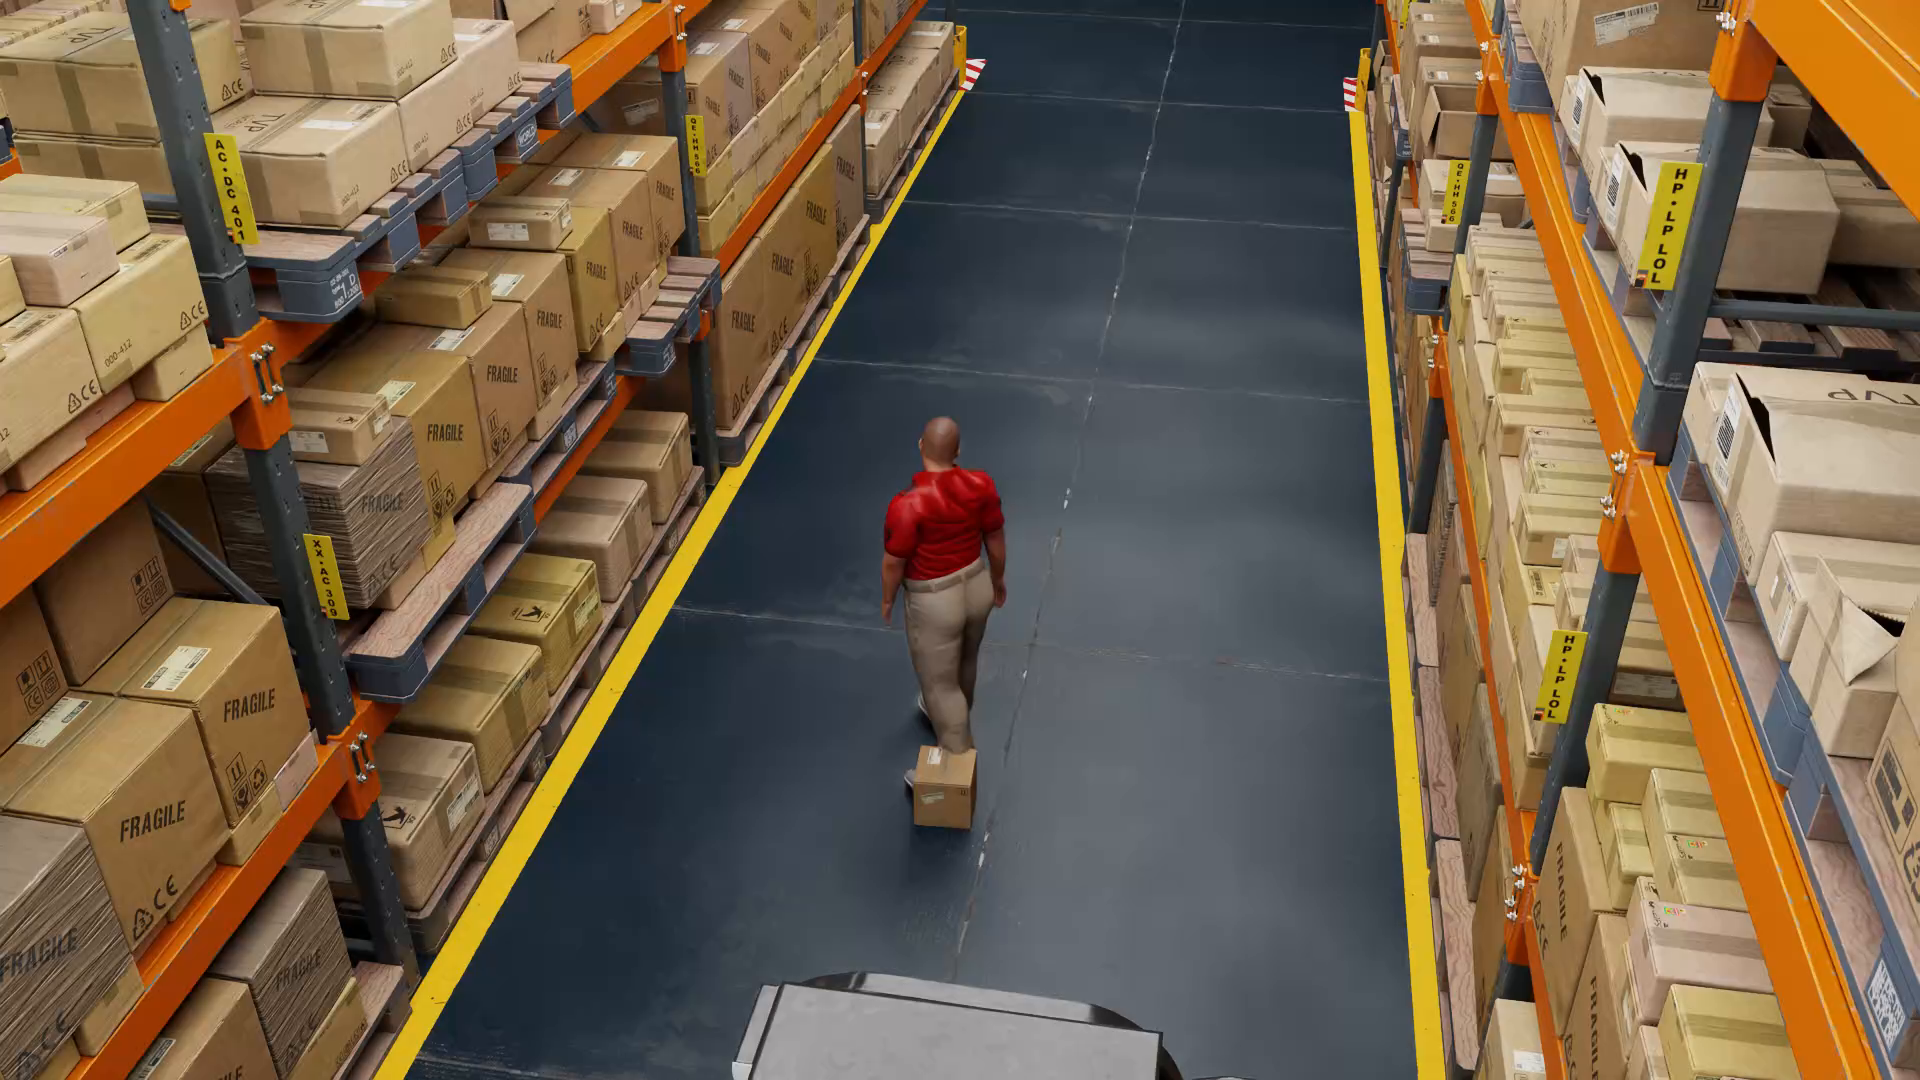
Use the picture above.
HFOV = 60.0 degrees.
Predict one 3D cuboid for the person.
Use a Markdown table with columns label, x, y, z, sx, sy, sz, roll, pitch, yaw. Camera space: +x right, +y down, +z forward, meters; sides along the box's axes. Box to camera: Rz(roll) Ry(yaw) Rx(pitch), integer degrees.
| label | x | y | z | sx | sy | sz | roll | pitch | yaw |
| --- | --- | --- | --- | --- | --- | --- | --- | --- | --- |
| person | -0.077 | 0.234 | 7.243 | 0.614 | 1.710 | 0.652 | -25 | 40 | -33 |
